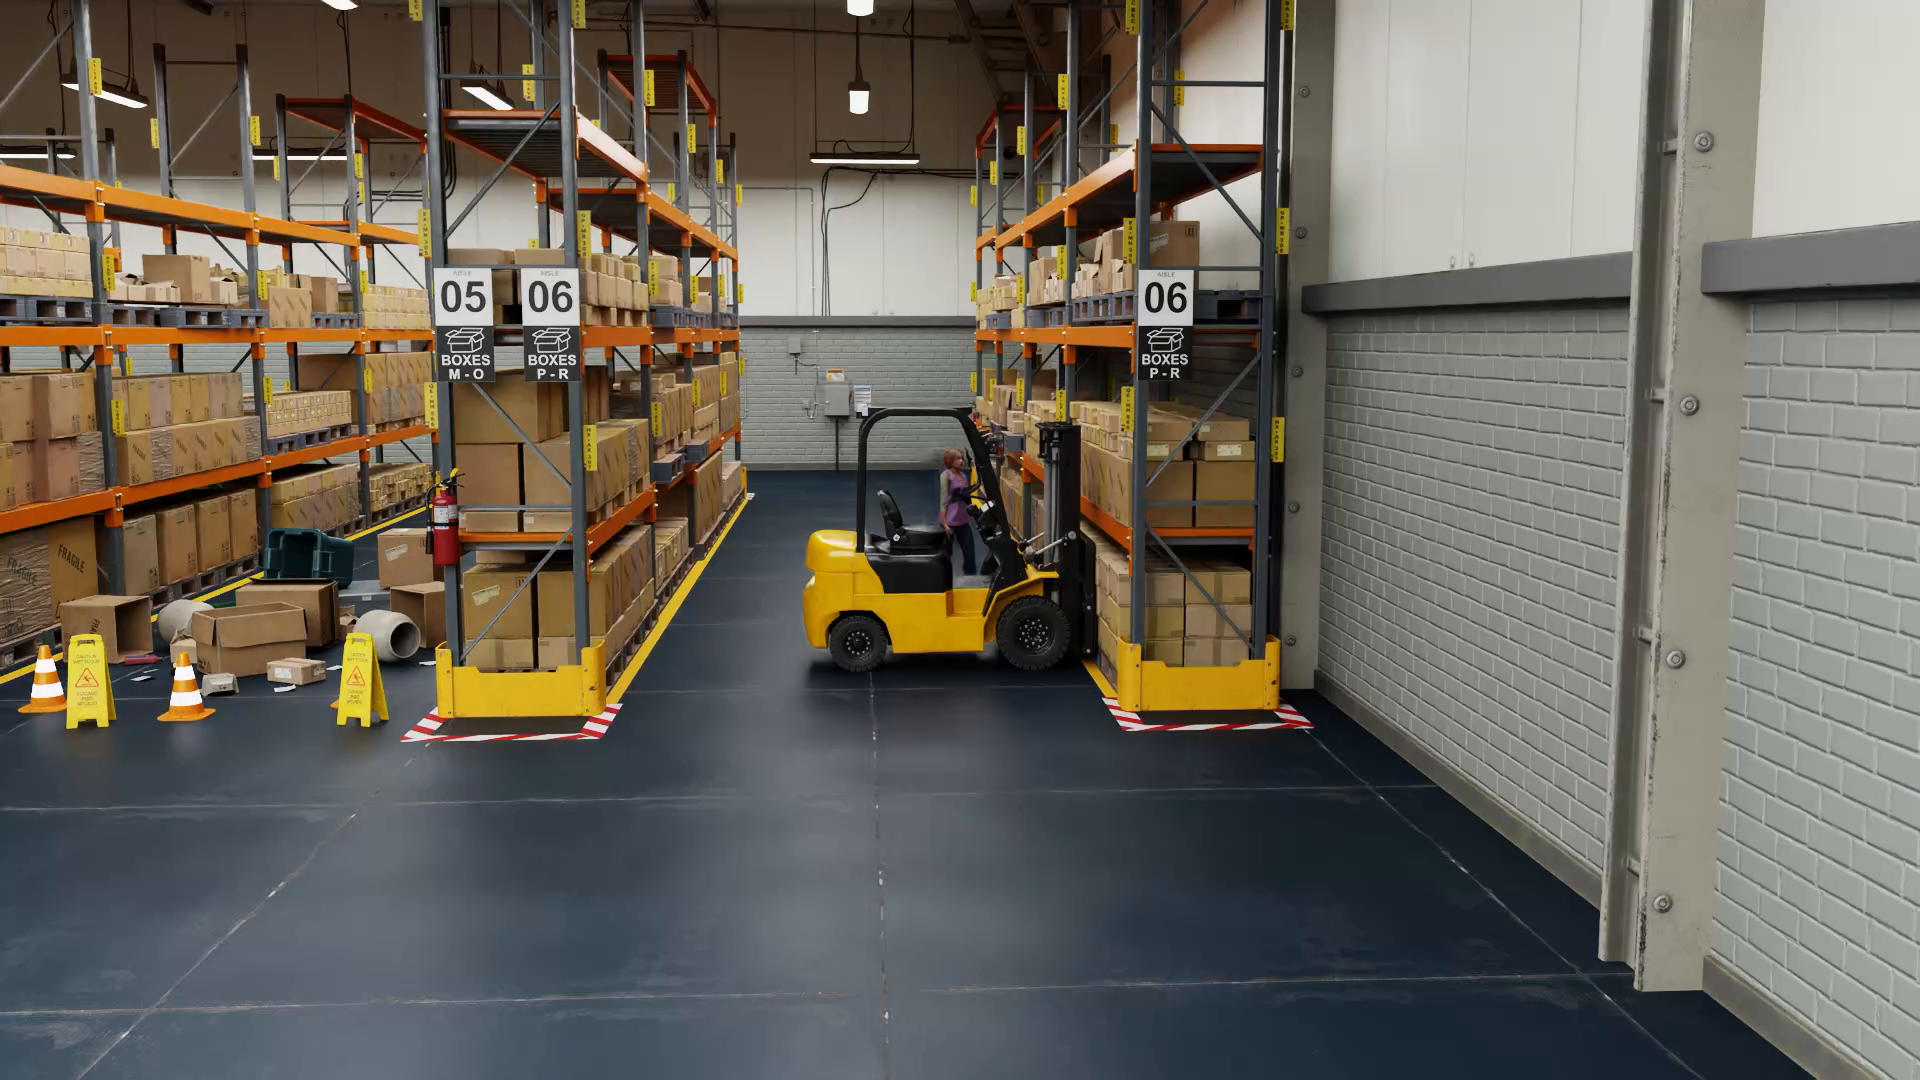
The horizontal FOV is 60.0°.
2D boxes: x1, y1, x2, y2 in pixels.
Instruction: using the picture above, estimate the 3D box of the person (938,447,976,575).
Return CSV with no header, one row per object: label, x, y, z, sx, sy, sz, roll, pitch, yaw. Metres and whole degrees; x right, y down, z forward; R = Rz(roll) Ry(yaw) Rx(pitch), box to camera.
person,-0.023,-0.161,17.028,0.764,1.573,0.421,6,9,38
